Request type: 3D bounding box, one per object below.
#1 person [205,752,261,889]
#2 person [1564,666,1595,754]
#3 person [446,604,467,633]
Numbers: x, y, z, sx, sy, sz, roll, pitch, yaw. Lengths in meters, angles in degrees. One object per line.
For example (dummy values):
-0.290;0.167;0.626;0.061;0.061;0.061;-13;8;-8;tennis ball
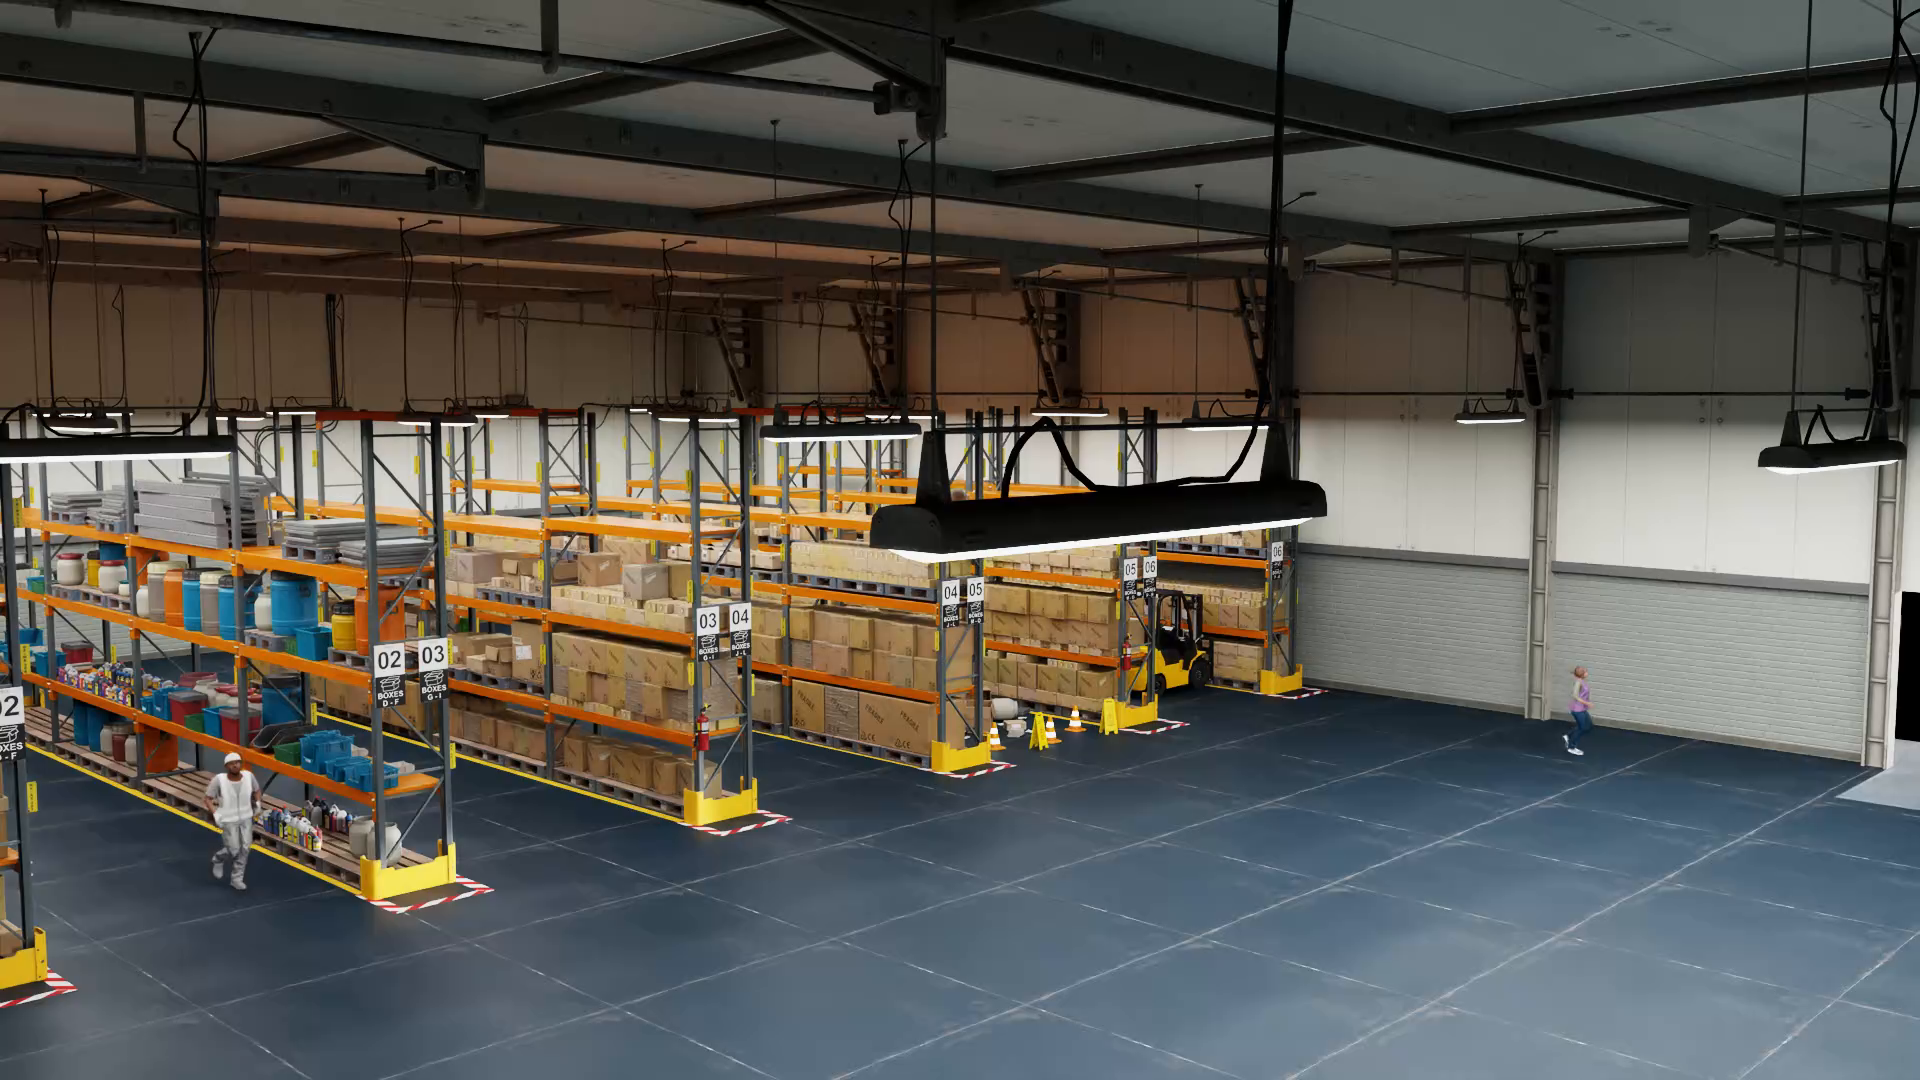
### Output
-9.281;3.579;21.315;0.672;1.749;0.641;-5;7;-43;person
10.838;2.942;29.093;0.530;1.493;0.543;3;6;31;person
-12.134;1.884;40.320;0.636;1.804;0.792;4;7;41;person
